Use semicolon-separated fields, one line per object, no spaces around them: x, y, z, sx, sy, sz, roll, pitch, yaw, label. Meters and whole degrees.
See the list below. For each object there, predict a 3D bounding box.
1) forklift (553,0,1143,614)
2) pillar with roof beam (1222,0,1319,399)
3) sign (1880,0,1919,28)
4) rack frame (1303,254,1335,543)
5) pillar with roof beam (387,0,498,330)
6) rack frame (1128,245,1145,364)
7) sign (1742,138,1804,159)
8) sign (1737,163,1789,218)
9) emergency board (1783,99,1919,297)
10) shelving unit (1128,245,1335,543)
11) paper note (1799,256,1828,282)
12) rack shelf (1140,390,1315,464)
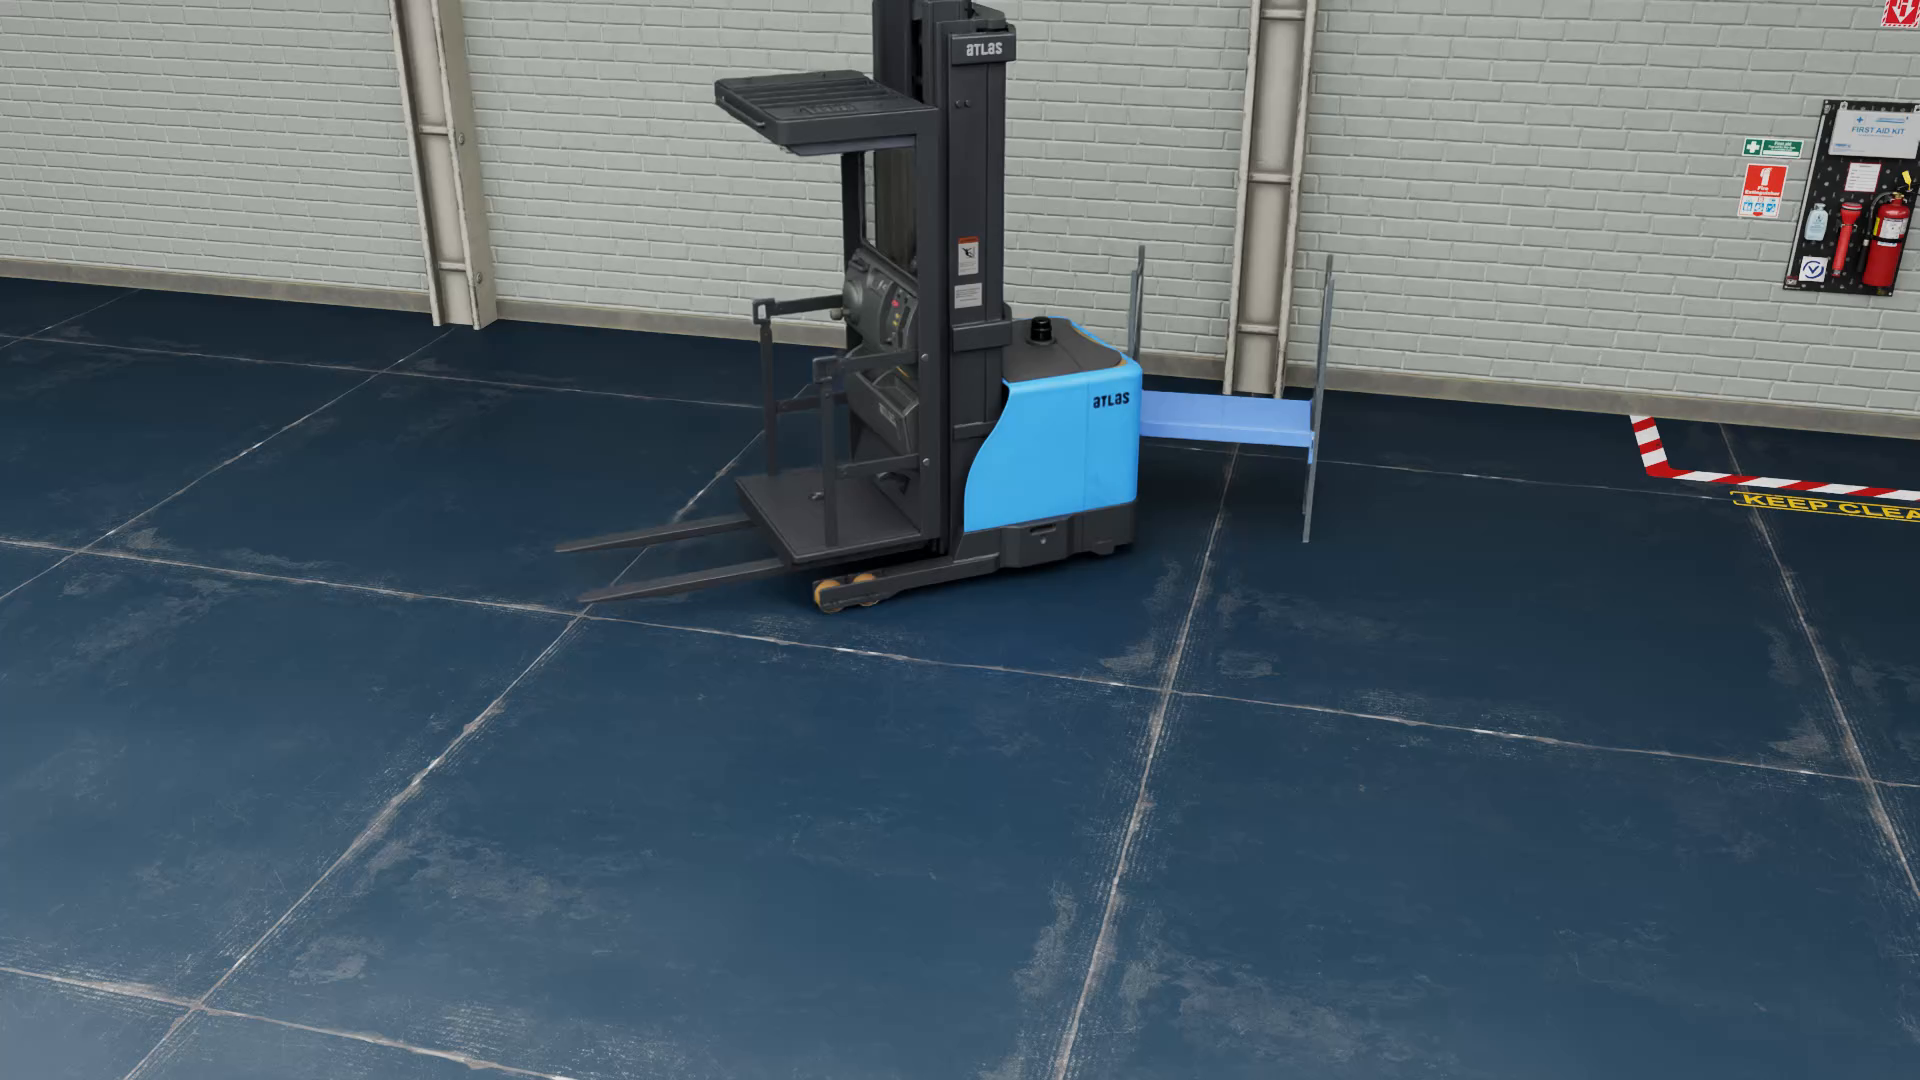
-0.593;-1.207;8.376;3.031;2.935;1.130;-10;27;-21;forklift
0.948;-3.308;5.729;0.400;9.000;9.100;6;26;13;pillar with roof beam
5.464;-3.118;9.614;0.199;0.298;0.001;6;26;13;sign
1.961;-0.767;9.116;0.032;1.500;0.500;5;26;9;rack frame
-4.863;-3.950;7.078;0.400;9.000;9.100;6;26;13;pillar with roof beam
0.962;-0.847;9.283;0.032;1.500;0.500;5;26;9;rack frame
4.940;-2.383;10.107;0.331;0.109;0.001;6;26;13;sign
4.938;-2.148;10.230;0.234;0.329;0.001;6;26;13;sign
5.447;-2.029;10.023;0.643;1.169;0.194;6;26;13;emergency board
1.462;-0.807;9.200;1.048;1.500;0.538;5;26;9;shelving unit
5.293;-1.679;10.312;0.142;0.148;0.016;6;26;13;paper note
1.462;-0.644;9.277;1.000;0.185;0.538;5;26;9;rack shelf
